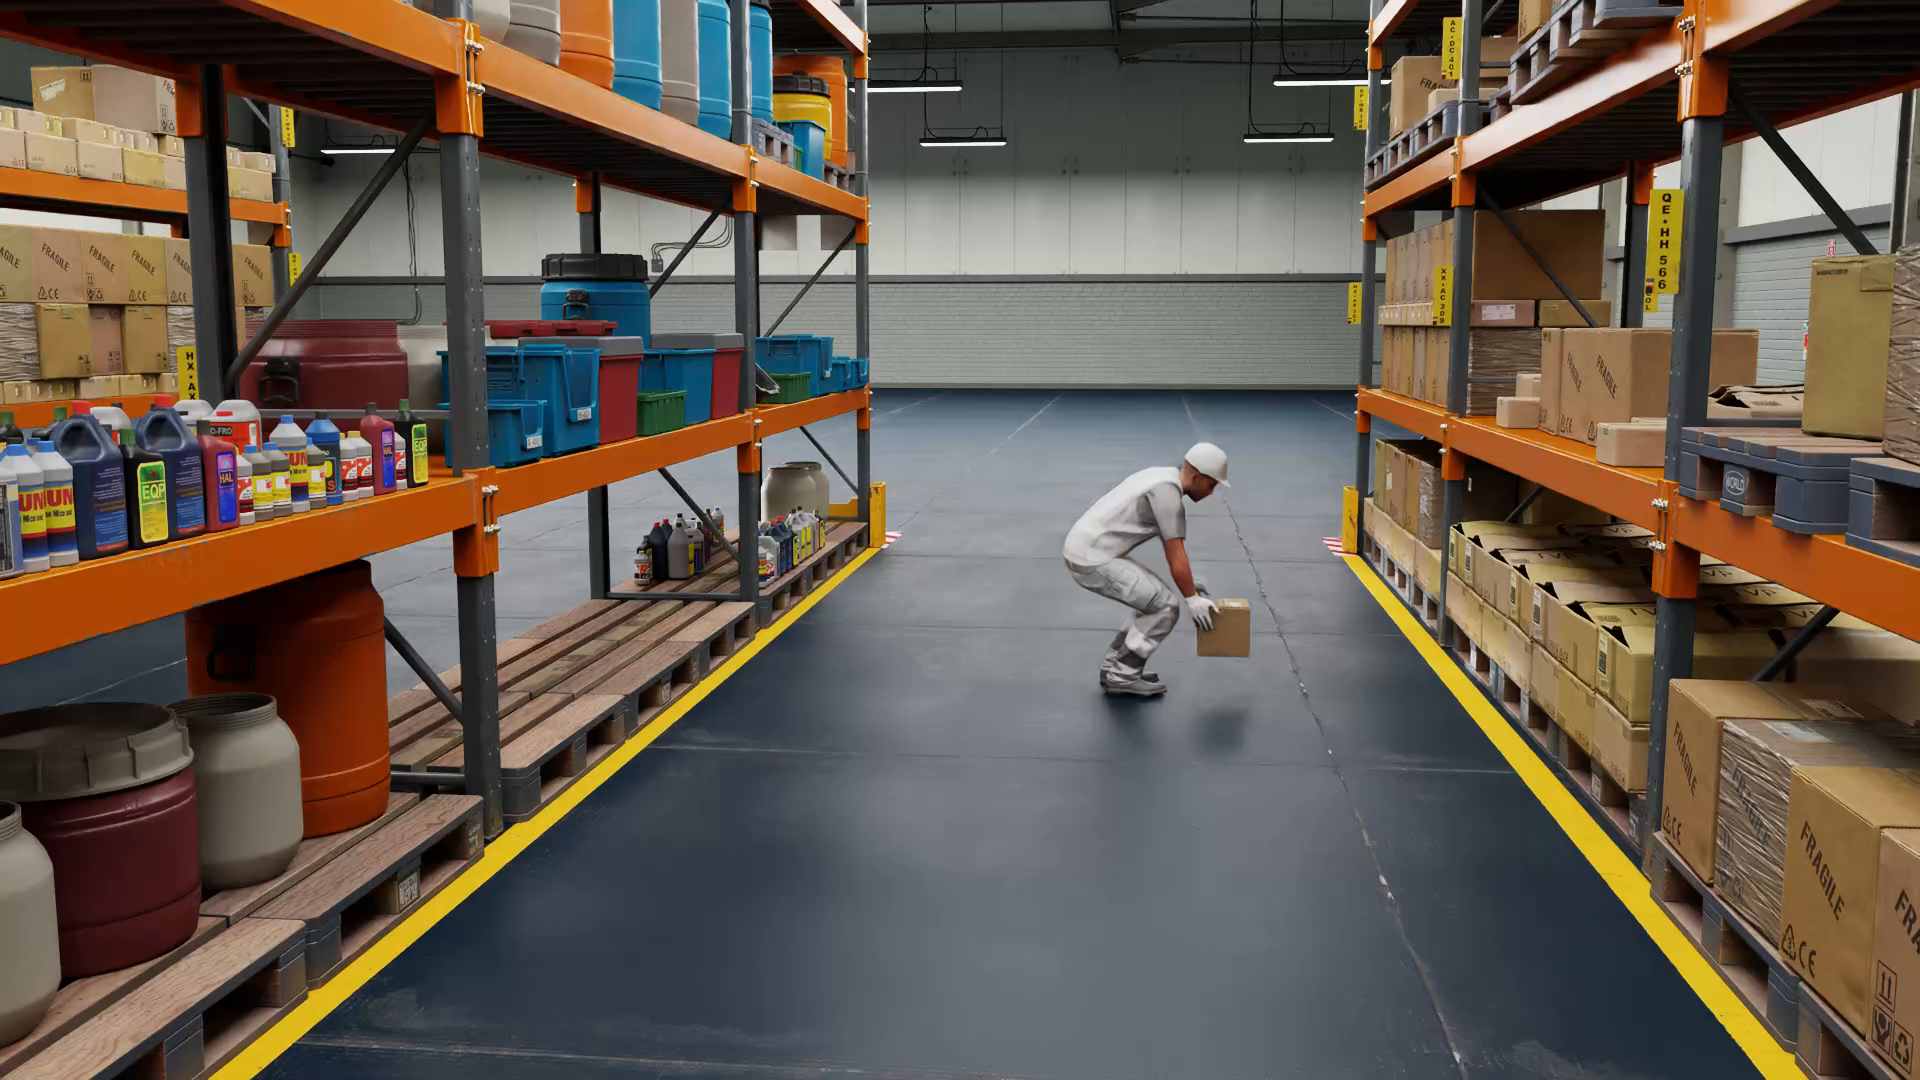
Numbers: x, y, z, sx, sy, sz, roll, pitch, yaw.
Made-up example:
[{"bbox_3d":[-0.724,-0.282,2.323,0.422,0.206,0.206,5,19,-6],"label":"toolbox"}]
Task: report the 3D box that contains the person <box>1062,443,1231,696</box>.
[{"bbox_3d":[0.926,0.133,8.304,0.832,1.239,0.582,1,8,6],"label":"person"}]
